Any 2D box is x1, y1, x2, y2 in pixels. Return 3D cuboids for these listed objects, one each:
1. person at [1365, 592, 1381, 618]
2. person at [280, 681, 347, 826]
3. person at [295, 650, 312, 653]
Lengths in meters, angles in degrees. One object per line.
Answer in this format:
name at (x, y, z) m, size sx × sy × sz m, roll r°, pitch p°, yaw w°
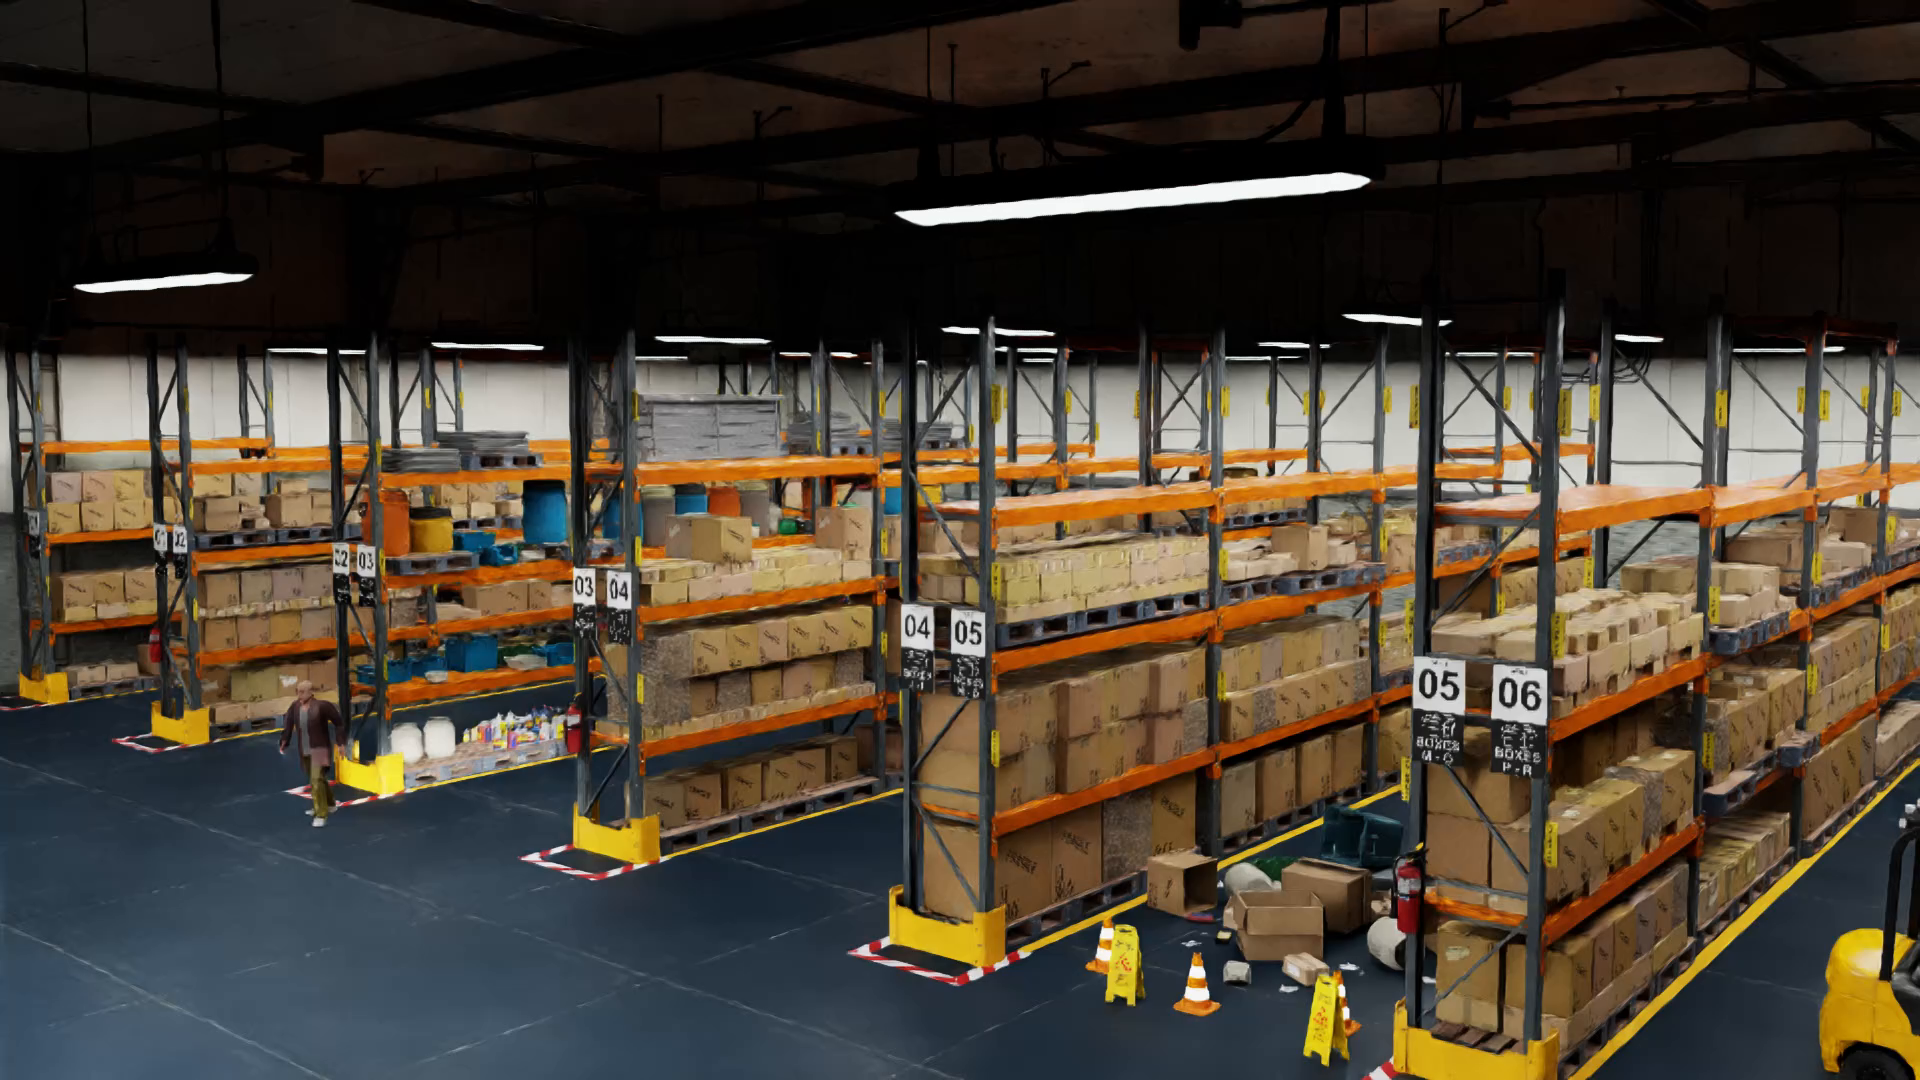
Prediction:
person at (8.123, 1.440, 32.500) m, size 0.423 × 1.590 × 0.560 m, roll 1°, pitch 5°, yaw 12°
person at (-7.706, 2.513, 19.891) m, size 0.735 × 1.719 × 0.868 m, roll 2°, pitch 6°, yaw 21°
person at (-11.159, 1.836, 28.063) m, size 0.495 × 1.577 × 1.086 m, roll 4°, pitch 7°, yaw 41°
